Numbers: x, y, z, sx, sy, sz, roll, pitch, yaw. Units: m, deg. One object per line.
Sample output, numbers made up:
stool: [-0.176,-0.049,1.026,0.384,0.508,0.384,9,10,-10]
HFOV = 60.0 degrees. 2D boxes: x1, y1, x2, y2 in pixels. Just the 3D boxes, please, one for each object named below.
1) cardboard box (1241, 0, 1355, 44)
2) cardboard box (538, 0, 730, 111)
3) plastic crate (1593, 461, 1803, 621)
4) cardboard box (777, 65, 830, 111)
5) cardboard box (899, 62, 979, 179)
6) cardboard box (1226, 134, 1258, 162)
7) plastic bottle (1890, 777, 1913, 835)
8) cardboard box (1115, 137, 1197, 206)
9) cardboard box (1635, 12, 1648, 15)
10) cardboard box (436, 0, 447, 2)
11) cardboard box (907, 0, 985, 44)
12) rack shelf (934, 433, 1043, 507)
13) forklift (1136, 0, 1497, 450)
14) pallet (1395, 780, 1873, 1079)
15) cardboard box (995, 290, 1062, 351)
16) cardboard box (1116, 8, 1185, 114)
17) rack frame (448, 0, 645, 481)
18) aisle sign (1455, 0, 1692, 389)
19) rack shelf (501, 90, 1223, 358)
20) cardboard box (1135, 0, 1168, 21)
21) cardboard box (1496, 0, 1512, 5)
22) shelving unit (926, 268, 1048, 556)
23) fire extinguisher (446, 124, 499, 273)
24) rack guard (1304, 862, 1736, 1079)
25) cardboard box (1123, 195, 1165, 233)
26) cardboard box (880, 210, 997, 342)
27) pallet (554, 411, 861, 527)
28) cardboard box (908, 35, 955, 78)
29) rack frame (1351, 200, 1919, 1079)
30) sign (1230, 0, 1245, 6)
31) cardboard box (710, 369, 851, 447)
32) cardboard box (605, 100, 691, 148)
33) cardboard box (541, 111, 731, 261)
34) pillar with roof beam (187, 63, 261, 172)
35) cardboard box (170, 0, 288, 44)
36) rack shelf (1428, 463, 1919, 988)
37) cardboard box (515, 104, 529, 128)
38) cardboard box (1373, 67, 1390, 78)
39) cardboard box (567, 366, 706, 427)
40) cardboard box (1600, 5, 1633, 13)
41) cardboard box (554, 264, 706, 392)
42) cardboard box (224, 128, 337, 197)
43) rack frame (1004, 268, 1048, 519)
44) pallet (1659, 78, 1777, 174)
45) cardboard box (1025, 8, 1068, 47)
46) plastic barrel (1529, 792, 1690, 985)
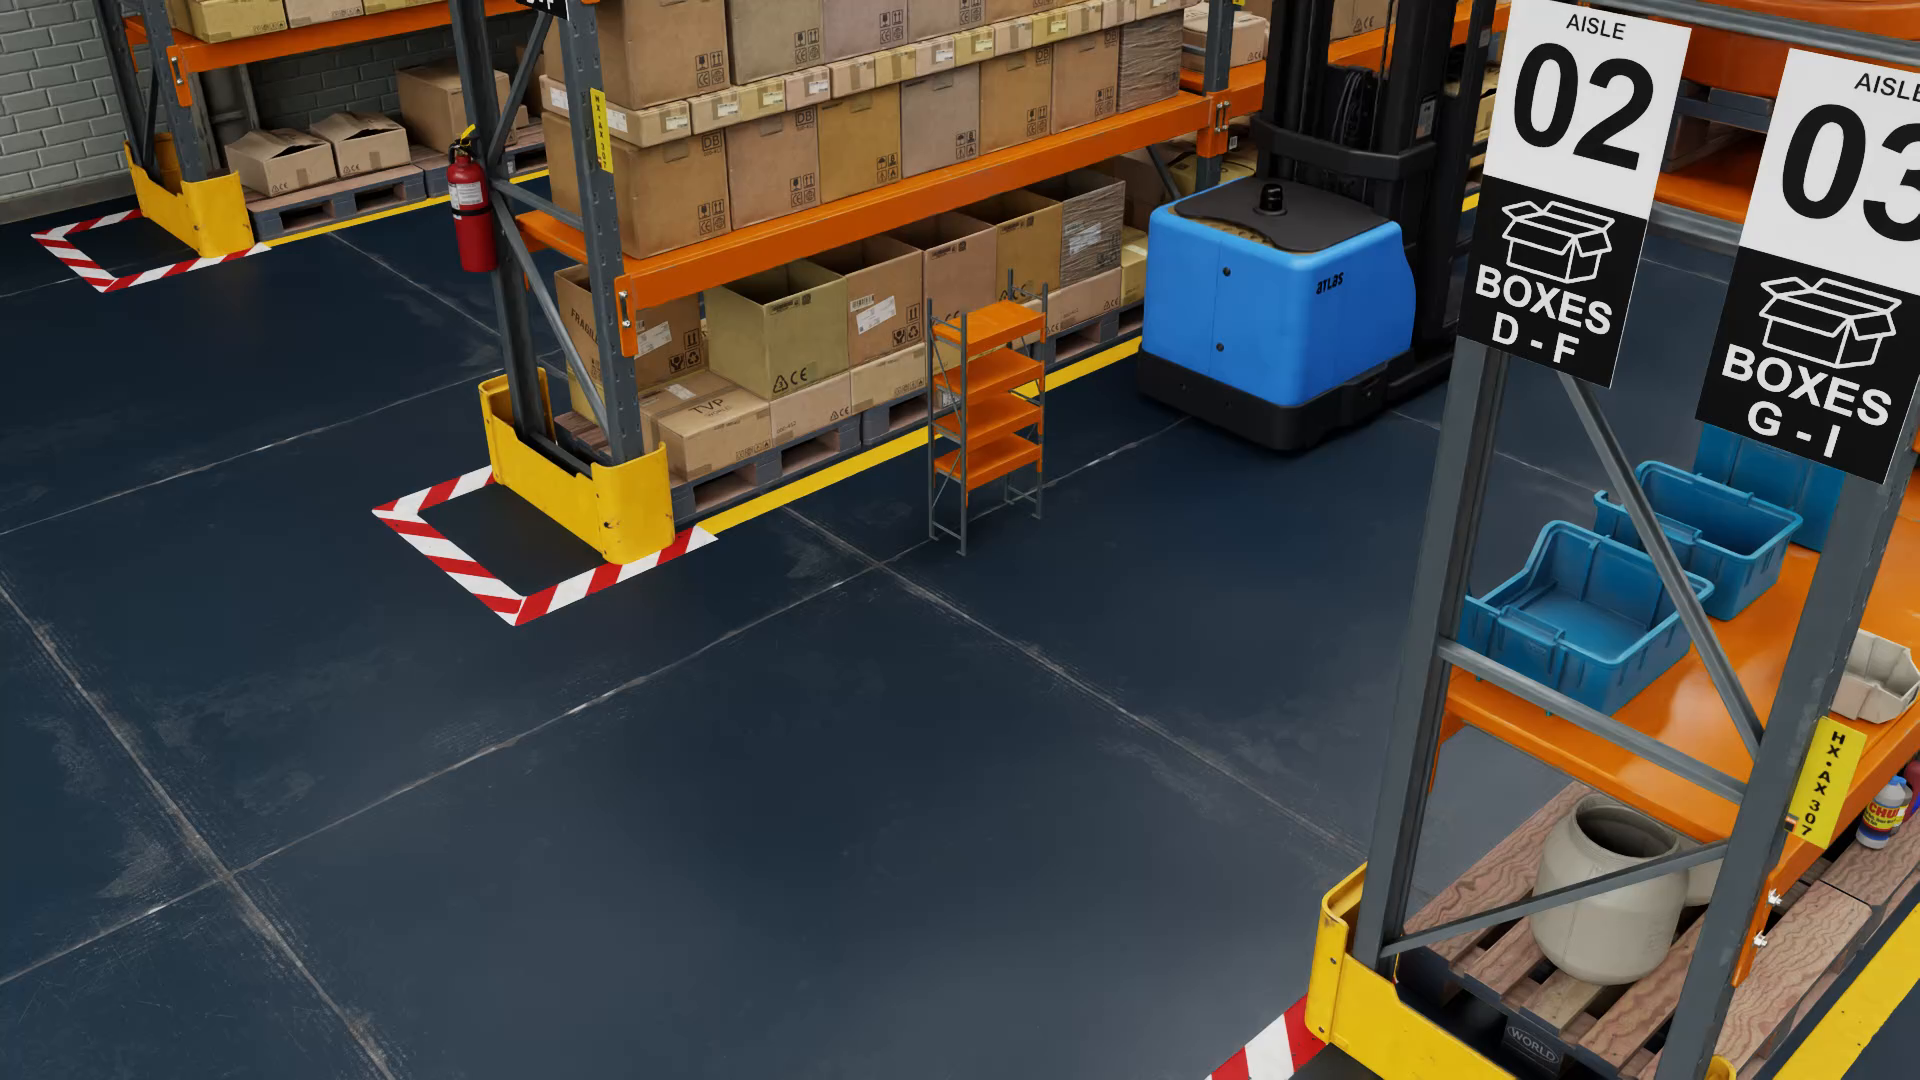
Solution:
cardboard box: [2.090,-3.360,10.274,0.500,0.500,0.500,-23,38,-32]
cardboard box: [-1.414,-2.221,7.168,0.500,0.500,0.700,-26,40,-35]
plastic crate: [2.205,-0.006,5.027,0.408,0.251,0.499,-26,40,-35]
cardboard box: [-0.808,-2.093,7.580,0.250,0.149,0.380,-27,40,-36]
cardboard box: [-0.319,-2.199,8.375,0.500,0.500,0.700,-24,39,-34]
cardboard box: [1.972,-2.337,10.391,0.500,0.311,0.500,-26,40,-36]
plastic bottle: [3.179,0.896,5.670,0.097,0.201,0.097,0,31,0]
cardboard box: [1.231,-2.363,10.435,0.500,0.311,0.500,-26,40,-35]
cardboard box: [5.721,-4.007,13.403,0.500,0.500,0.500,-27,41,-37]
cardboard box: [-3.480,-3.882,11.348,0.500,0.250,0.500,-25,40,-35]
cardboard box: [-0.296,-2.767,8.060,0.500,0.500,0.700,-26,40,-35]
rack shelf: [0.121,-0.344,7.672,0.480,0.148,0.258,-26,40,-35]
forklift: [2.364,-2.358,8.797,3.031,2.935,1.130,-26,40,-36]
pallet: [2.184,1.309,5.407,1.213,0.211,1.003,-26,40,-35]
cardboard box: [0.208,-1.266,9.178,0.500,0.250,0.500,-26,40,-35]
cardboard box: [0.808,-2.747,9.272,0.500,0.500,0.700,-27,41,-37]
rack frame: [-1.804,-1.446,7.239,0.127,3.000,1.000,-26,40,-35]
aisle sign: [1.307,-0.747,3.604,0.004,0.787,0.394,-26,40,-35]
rack shelf: [-0.337,-1.848,8.586,4.000,0.370,1.077,-26,40,-35]
cardboard box: [0.893,-2.918,8.930,0.250,0.149,0.380,-27,40,-36]
cardboard box: [3.591,-3.751,11.250,0.250,0.149,0.380,-26,40,-35]
shelving unit: [0.121,-0.571,7.533,0.503,1.200,0.258,-26,40,-35]
fire extinguisher: [-2.206,-1.548,7.481,0.183,0.674,0.296,-26,40,-35]
rack guard: [1.585,1.472,4.863,0.348,0.500,1.175,-26,40,-35]
cardboard box: [1.236,-2.128,10.589,0.500,0.250,0.500,-26,40,-36]
cardboard box: [-0.158,-1.408,8.691,0.500,0.500,0.500,-26,40,-35]
pallet: [-1.272,-0.543,8.436,1.213,0.211,1.003,-26,40,-35]
cardboard box: [-0.242,-2.367,8.027,0.250,0.149,0.380,-25,40,-35]
rack frame: [1.561,0.451,4.138,0.127,3.000,1.000,-26,40,-35]
sign: [1.508,-3.056,8.966,0.005,0.325,0.100,-26,40,-35]
cardboard box: [-0.895,-0.736,8.311,0.500,0.250,0.500,-26,40,-35]
cardboard box: [-1.370,-1.822,7.136,0.250,0.149,0.380,-26,40,-36]
cardboard box: [-1.453,-1.649,7.475,0.500,0.500,0.700,-26,40,-35]
pillar with roof beam: [-2.322,-4.831,7.024,0.400,9.000,9.100,-26,40,-35]
cardboard box: [-4.601,-3.335,10.454,0.500,0.250,0.500,-27,41,-37]
rack shelf: [3.028,0.048,5.486,4.000,0.370,1.077,-26,40,-35]
cardboard box: [-3.428,-3.170,12.369,0.380,0.149,0.250,26,40,35]
cardboard box: [3.099,-3.266,11.911,0.500,0.311,0.500,-27,40,-37]
cardboard box: [-1.612,-0.755,8.342,0.500,0.250,0.500,-26,40,-35]
cardboard box: [5.349,-4.198,13.714,0.500,0.500,0.500,28,41,37]
cardboard box: [-1.613,-1.076,8.148,0.500,0.500,0.500,-26,40,-35]
cardboard box: [-4.606,-2.591,11.267,0.500,0.311,0.500,24,39,34]
rack frame: [0.300,-0.657,7.675,0.015,1.200,0.240,-26,40,-35]
pallet: [2.234,-1.005,3.823,1.213,0.211,1.003,-26,40,-35]
cardboard box: [0.328,-2.645,8.483,0.250,0.149,0.380,-26,40,-36]
plastic barrel: [1.992,1.070,5.107,0.421,0.512,0.421,0,31,0]
